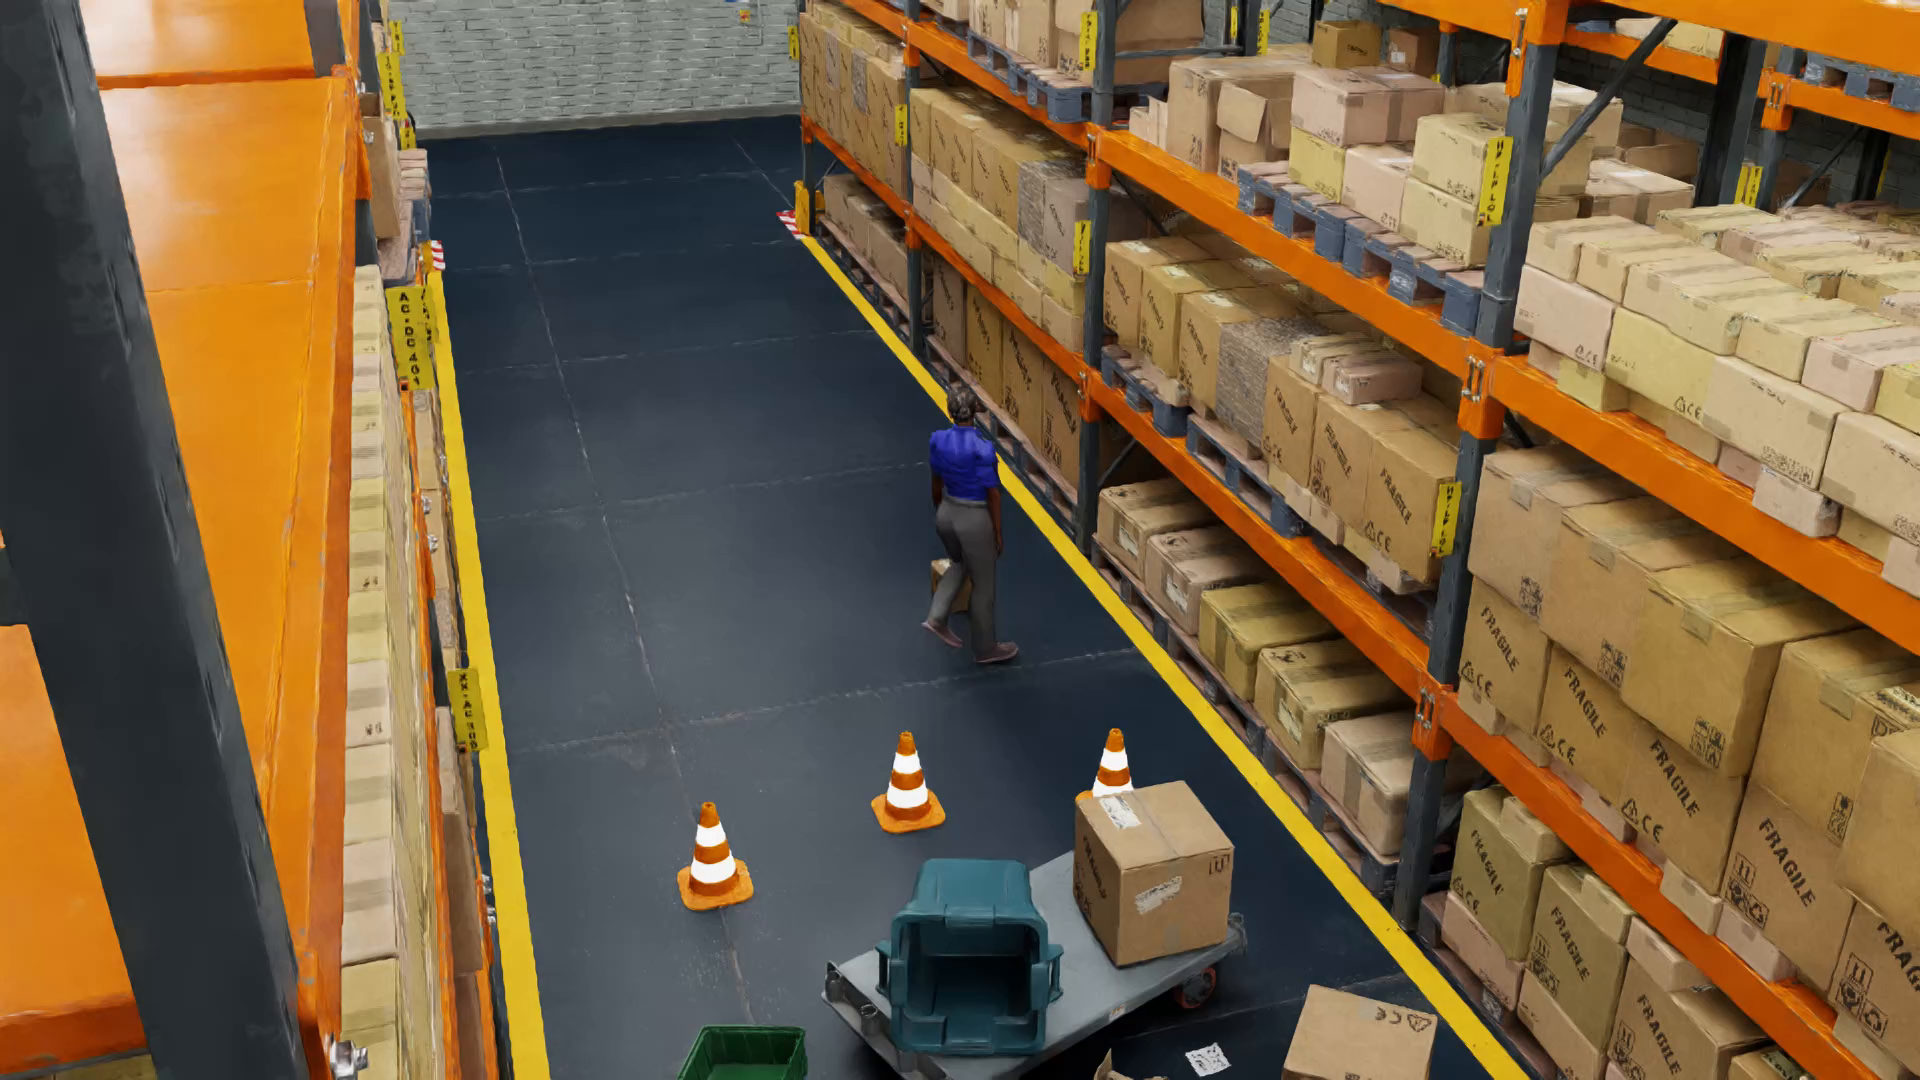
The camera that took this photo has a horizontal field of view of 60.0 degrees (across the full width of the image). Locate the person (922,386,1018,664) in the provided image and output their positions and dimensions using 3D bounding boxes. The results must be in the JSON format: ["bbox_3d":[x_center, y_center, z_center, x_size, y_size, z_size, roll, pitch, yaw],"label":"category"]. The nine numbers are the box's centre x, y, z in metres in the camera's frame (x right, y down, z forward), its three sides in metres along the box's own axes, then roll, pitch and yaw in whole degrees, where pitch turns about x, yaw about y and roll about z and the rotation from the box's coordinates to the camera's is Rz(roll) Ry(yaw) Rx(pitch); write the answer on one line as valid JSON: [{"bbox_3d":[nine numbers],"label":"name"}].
[{"bbox_3d":[0.019,-0.075,9.489,0.561,1.639,0.477,20,33,34],"label":"person"}]
